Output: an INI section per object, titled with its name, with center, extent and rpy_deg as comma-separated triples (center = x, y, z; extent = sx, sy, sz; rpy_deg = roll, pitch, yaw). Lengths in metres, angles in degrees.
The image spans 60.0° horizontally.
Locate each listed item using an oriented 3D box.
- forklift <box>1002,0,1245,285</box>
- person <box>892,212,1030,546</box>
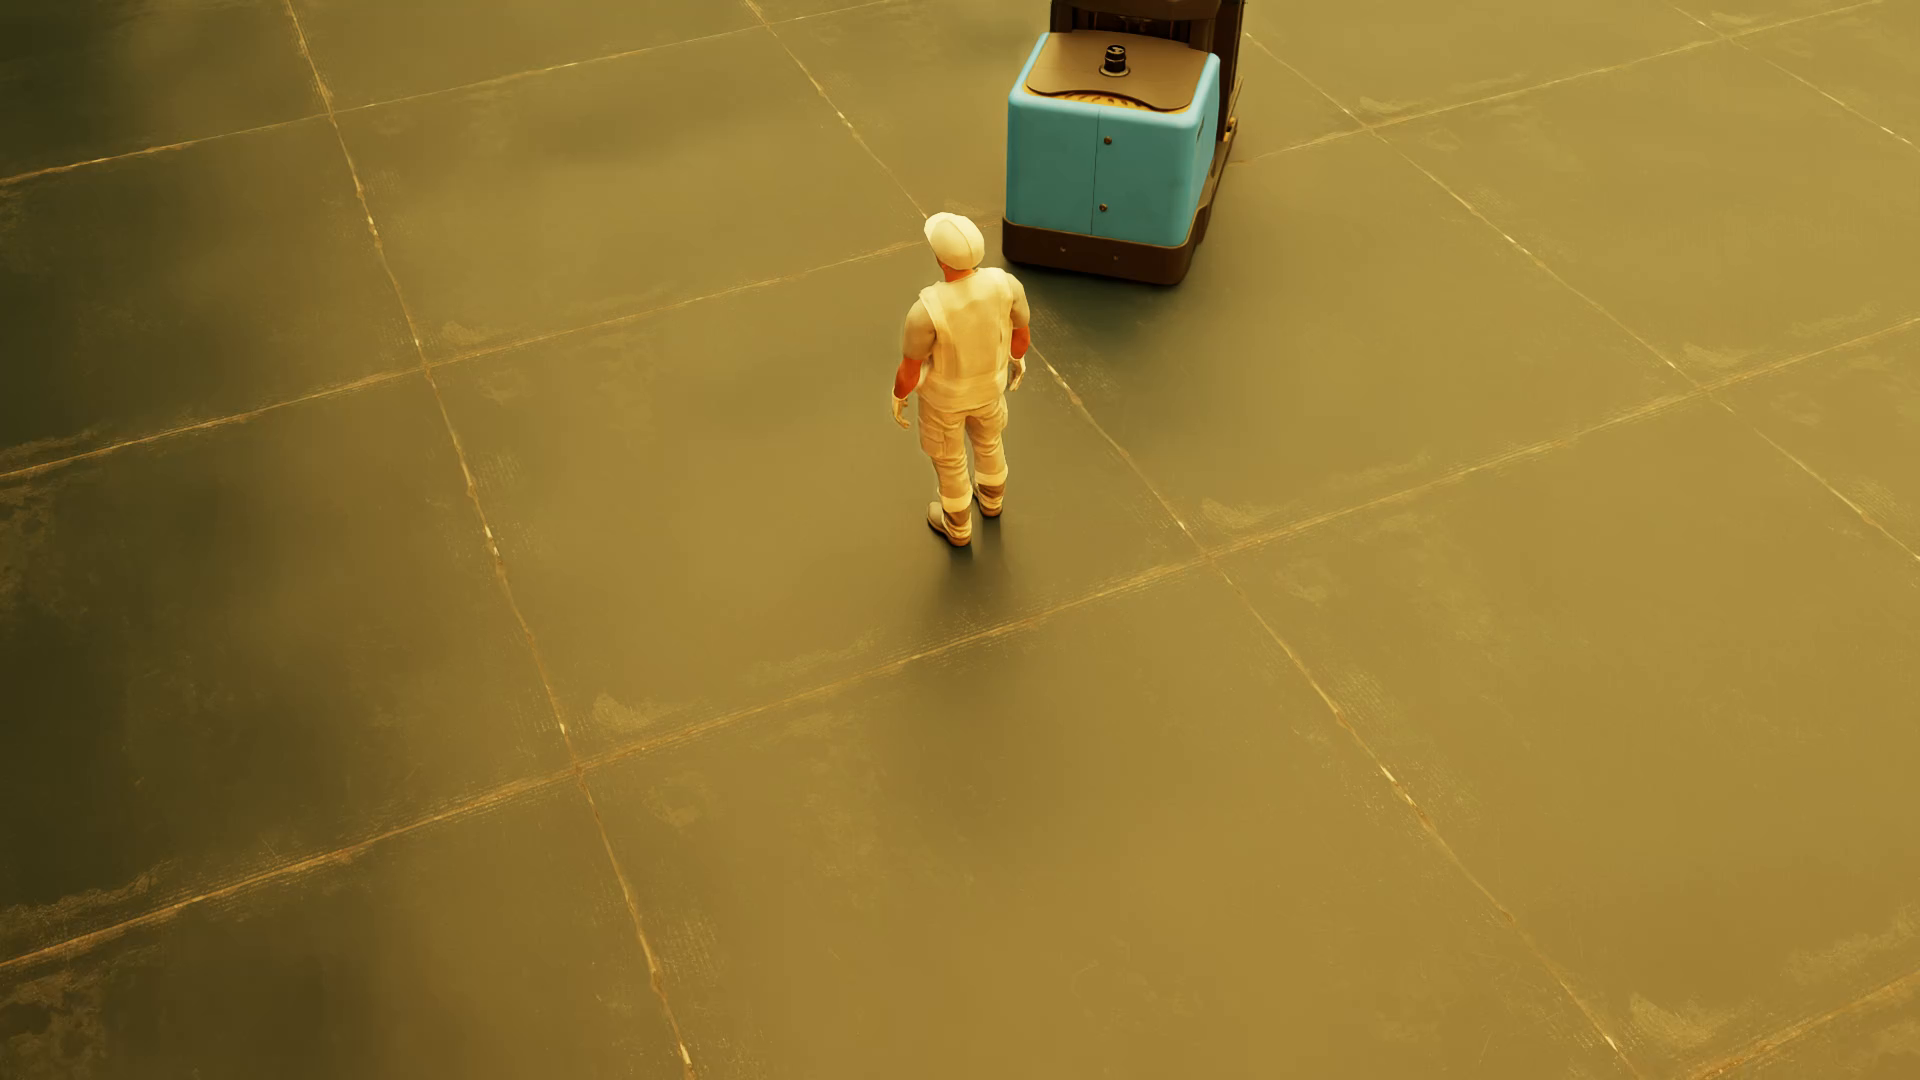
[forklift]
center = 1.129, -3.511, 9.443
extent = 1.130, 2.935, 3.031
rpy_deg = 11, 44, 11
[person]
center = -0.024, -0.712, 7.270
extent = 0.638, 1.789, 0.562
rpy_deg = -18, 46, -18
